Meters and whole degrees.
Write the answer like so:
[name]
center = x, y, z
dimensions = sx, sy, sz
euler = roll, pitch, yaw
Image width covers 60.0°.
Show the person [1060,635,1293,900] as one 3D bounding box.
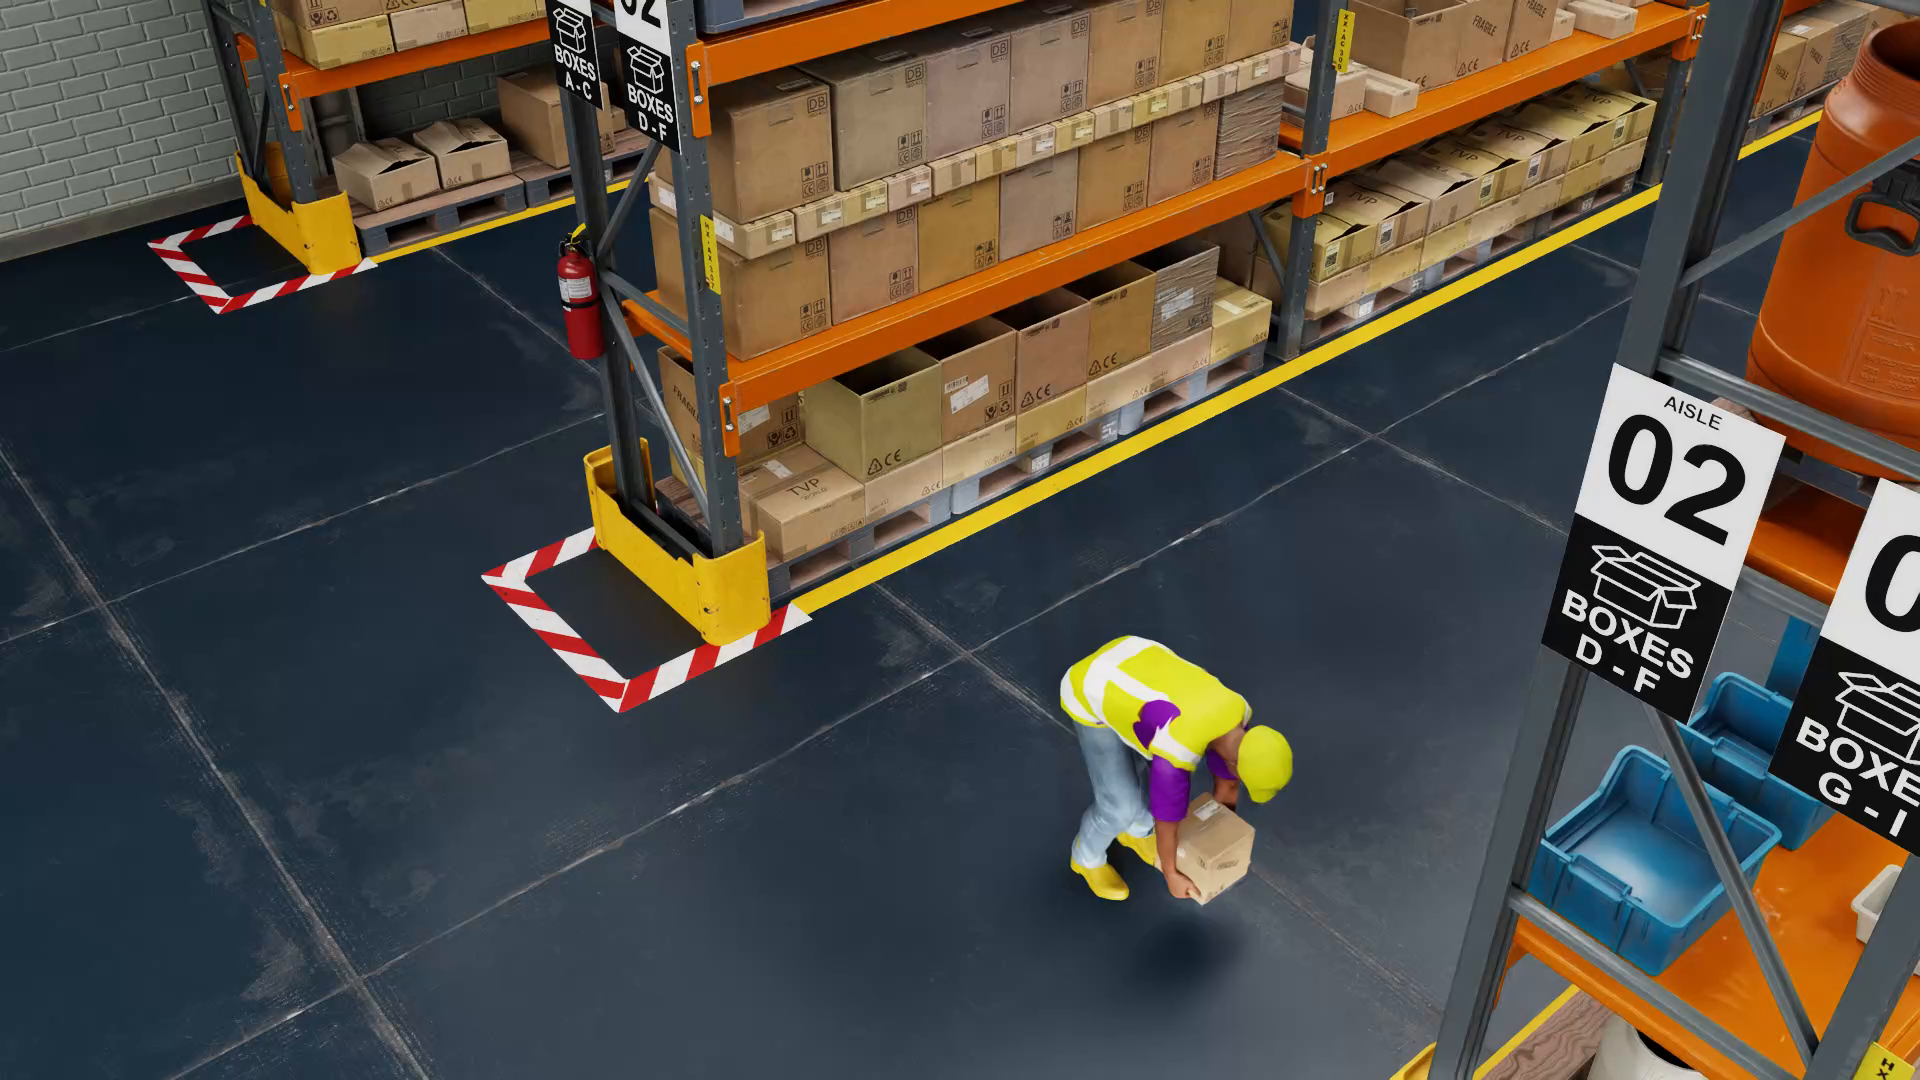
[person]
center = 0.811, 0.951, 6.286
dimensions = 0.477, 1.119, 0.979
euler = -28, 44, -33
